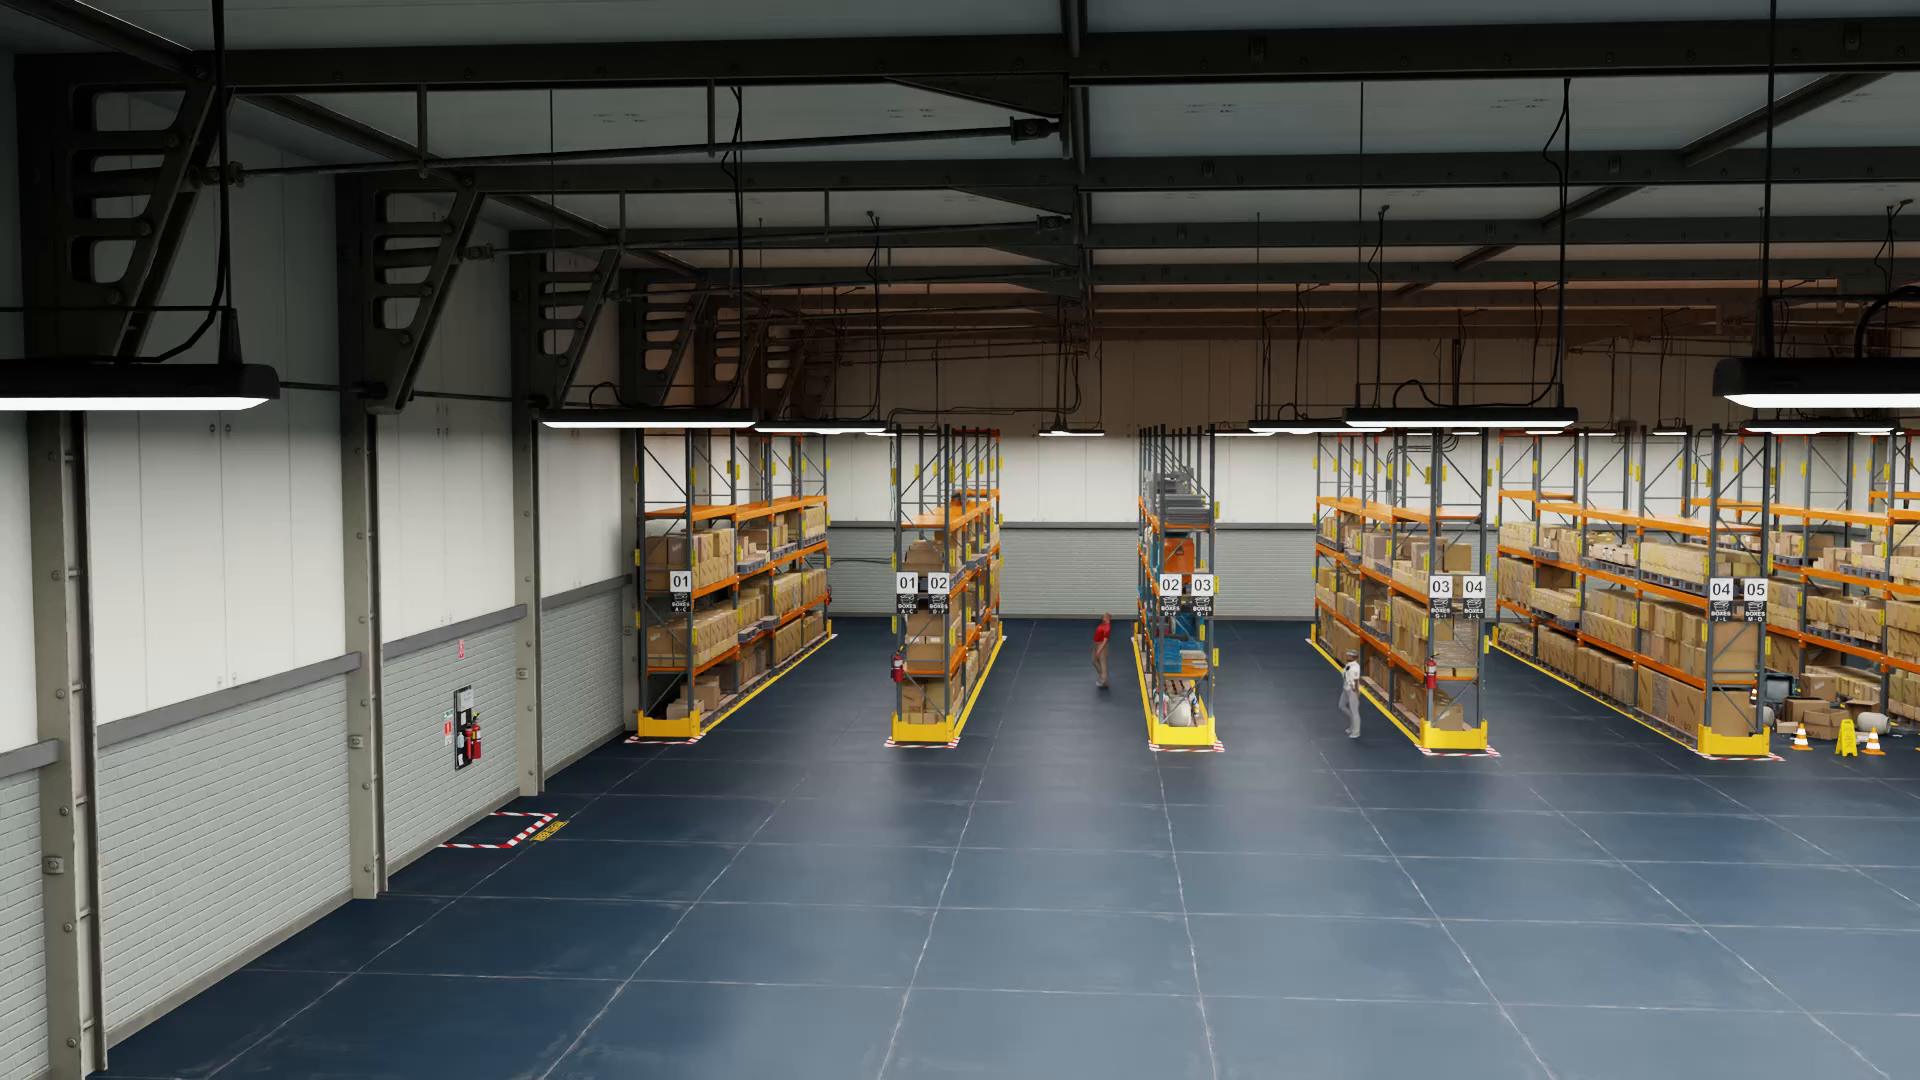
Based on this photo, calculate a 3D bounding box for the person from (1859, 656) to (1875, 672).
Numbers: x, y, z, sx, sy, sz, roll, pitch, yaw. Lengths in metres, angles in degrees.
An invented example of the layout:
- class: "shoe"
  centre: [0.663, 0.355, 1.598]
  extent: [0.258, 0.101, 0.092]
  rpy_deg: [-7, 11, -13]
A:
- class: "person"
  centre: [22.123, 2.396, 40.645]
  extent: [0.477, 1.692, 0.557]
  rpy_deg: [2, 4, 35]

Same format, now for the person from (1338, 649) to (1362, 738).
- class: "person"
  centre: [7.531, 2.929, 31.980]
  extent: [0.398, 1.680, 0.511]
  rpy_deg: [-1, 4, -9]

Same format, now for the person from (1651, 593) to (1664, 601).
- class: "person"
  centre: [20.094, 1.985, 47.871]
  extent: [0.833, 1.611, 0.488]
  rpy_deg: [-1, 4, -9]

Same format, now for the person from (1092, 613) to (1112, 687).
- class: "person"
  centre: [3.271, 2.545, 38.512]
  extent: [0.474, 1.742, 0.662]
  rpy_deg: [-1, 4, -18]

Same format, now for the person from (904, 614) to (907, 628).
- class: "person"
  centre: [-1.211, 2.219, 44.214]
  extent: [0.518, 1.643, 0.888]
  rpy_deg: [1, 4, 11]
